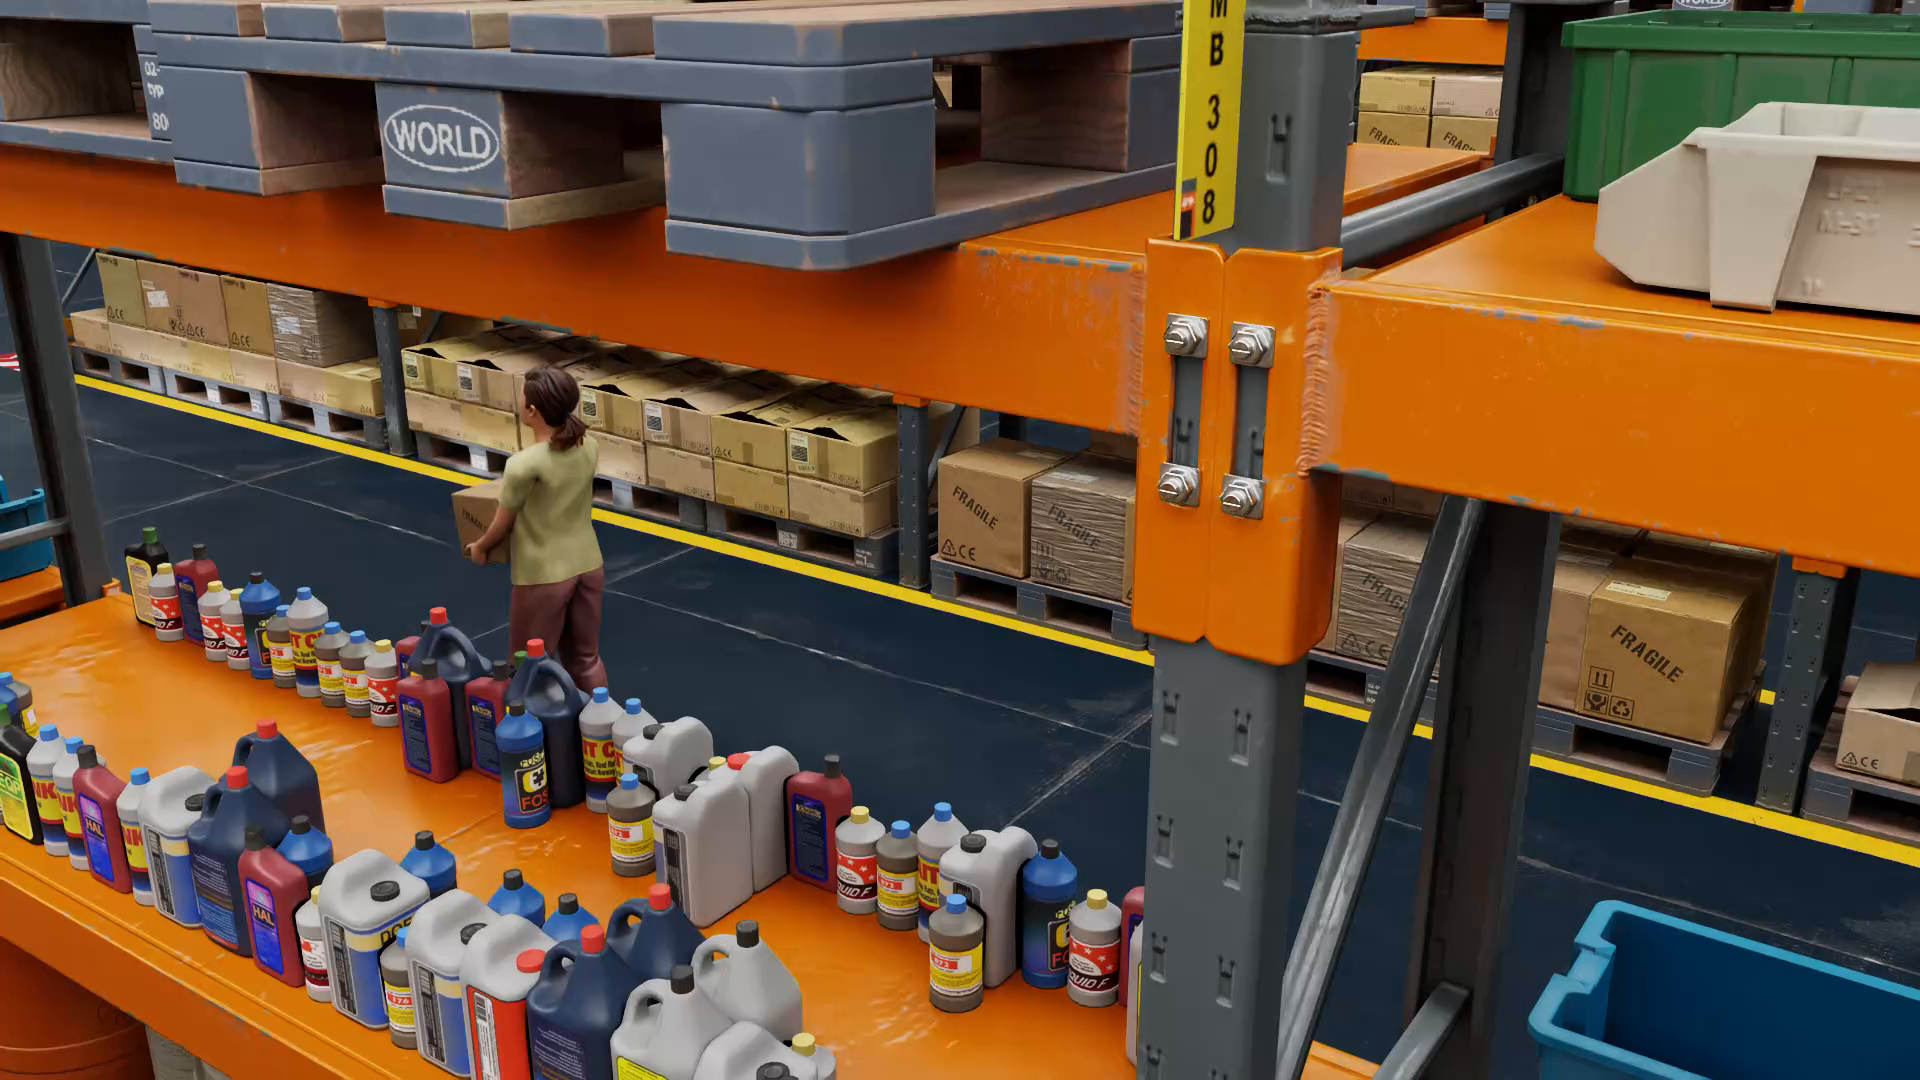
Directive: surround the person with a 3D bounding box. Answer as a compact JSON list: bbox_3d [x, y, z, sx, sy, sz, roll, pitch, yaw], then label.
[{"bbox_3d":[-1.554,0.138,6.212,0.560,1.663,0.425,14,24,33],"label":"person"}]
